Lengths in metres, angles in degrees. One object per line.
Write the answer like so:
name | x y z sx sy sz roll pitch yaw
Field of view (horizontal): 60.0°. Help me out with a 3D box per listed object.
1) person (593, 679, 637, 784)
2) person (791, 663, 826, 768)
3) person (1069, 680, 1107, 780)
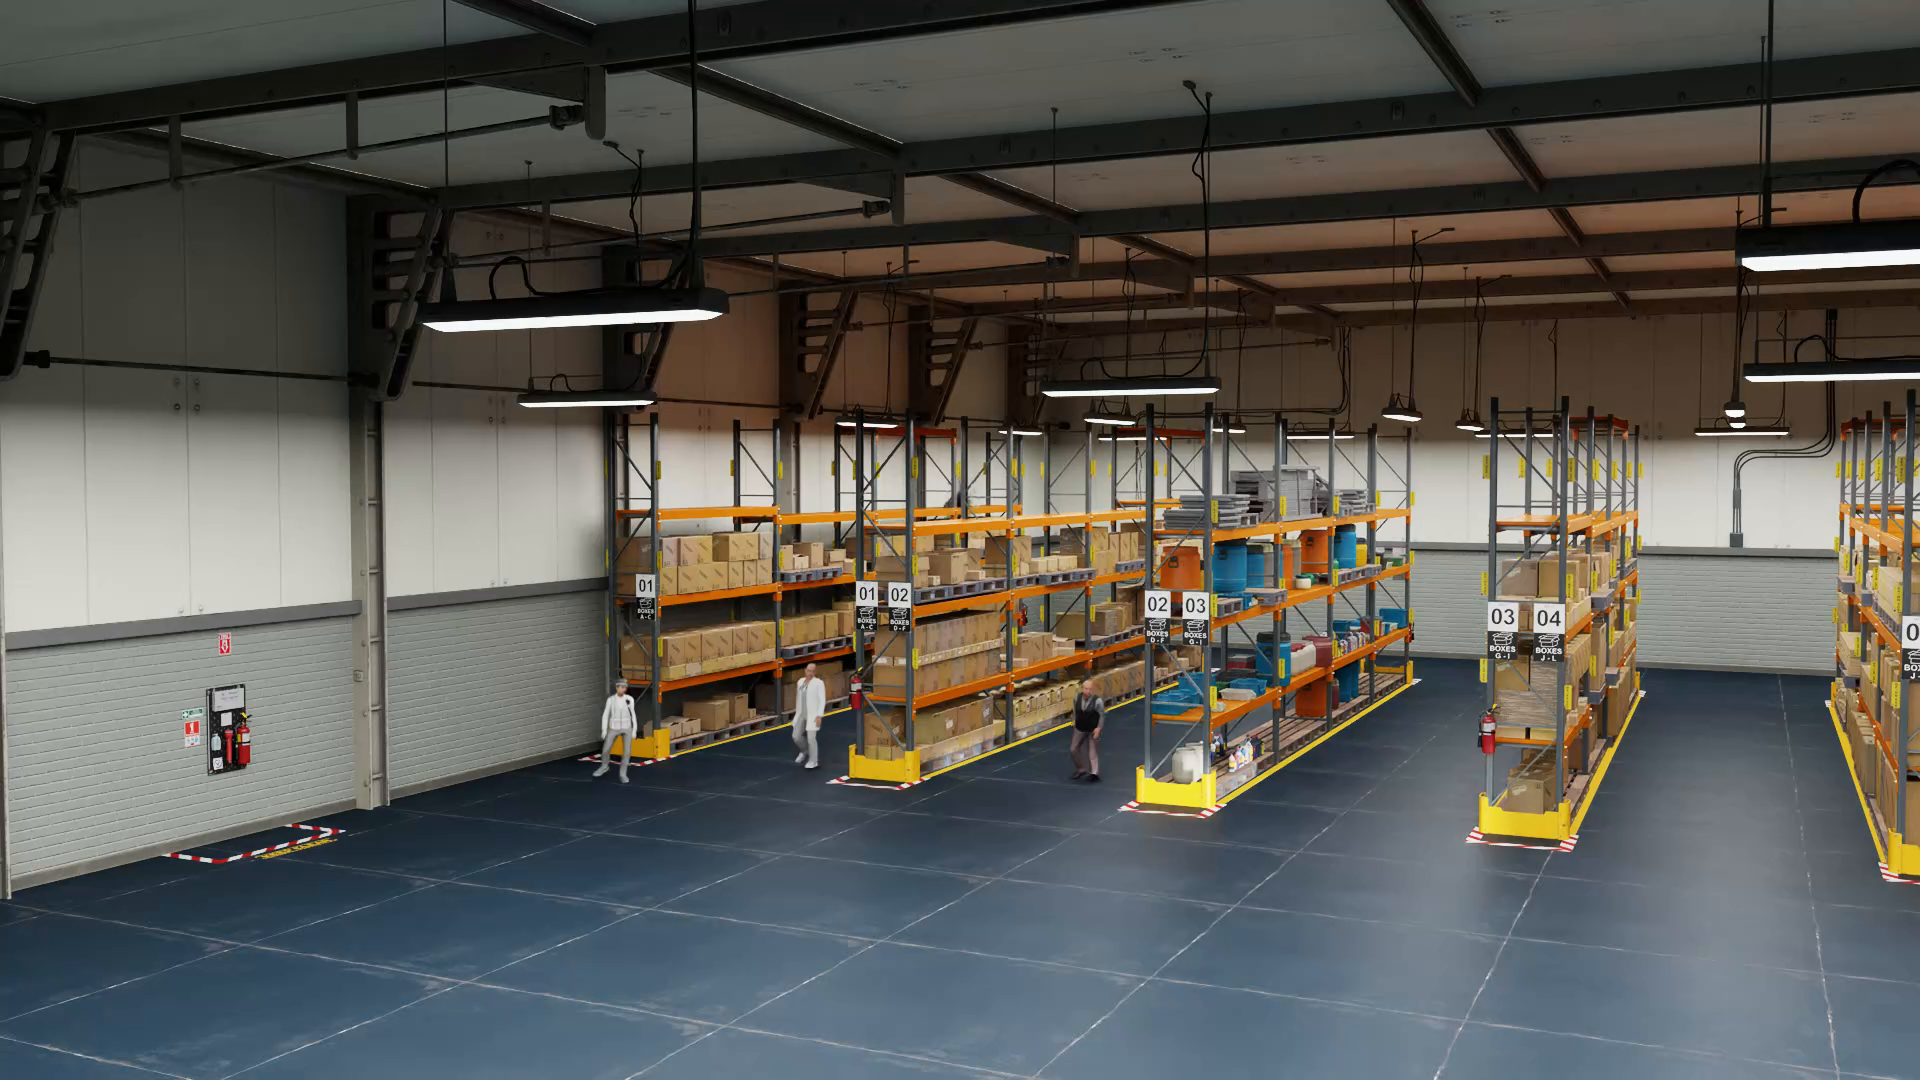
person | -5.554 3.050 26.752 0.694 1.672 0.583 -1 2 -14
person | -2.511 2.930 27.817 0.665 1.759 0.581 1 3 24
person | 2.065 3.047 26.608 0.655 1.646 0.737 1 3 25
